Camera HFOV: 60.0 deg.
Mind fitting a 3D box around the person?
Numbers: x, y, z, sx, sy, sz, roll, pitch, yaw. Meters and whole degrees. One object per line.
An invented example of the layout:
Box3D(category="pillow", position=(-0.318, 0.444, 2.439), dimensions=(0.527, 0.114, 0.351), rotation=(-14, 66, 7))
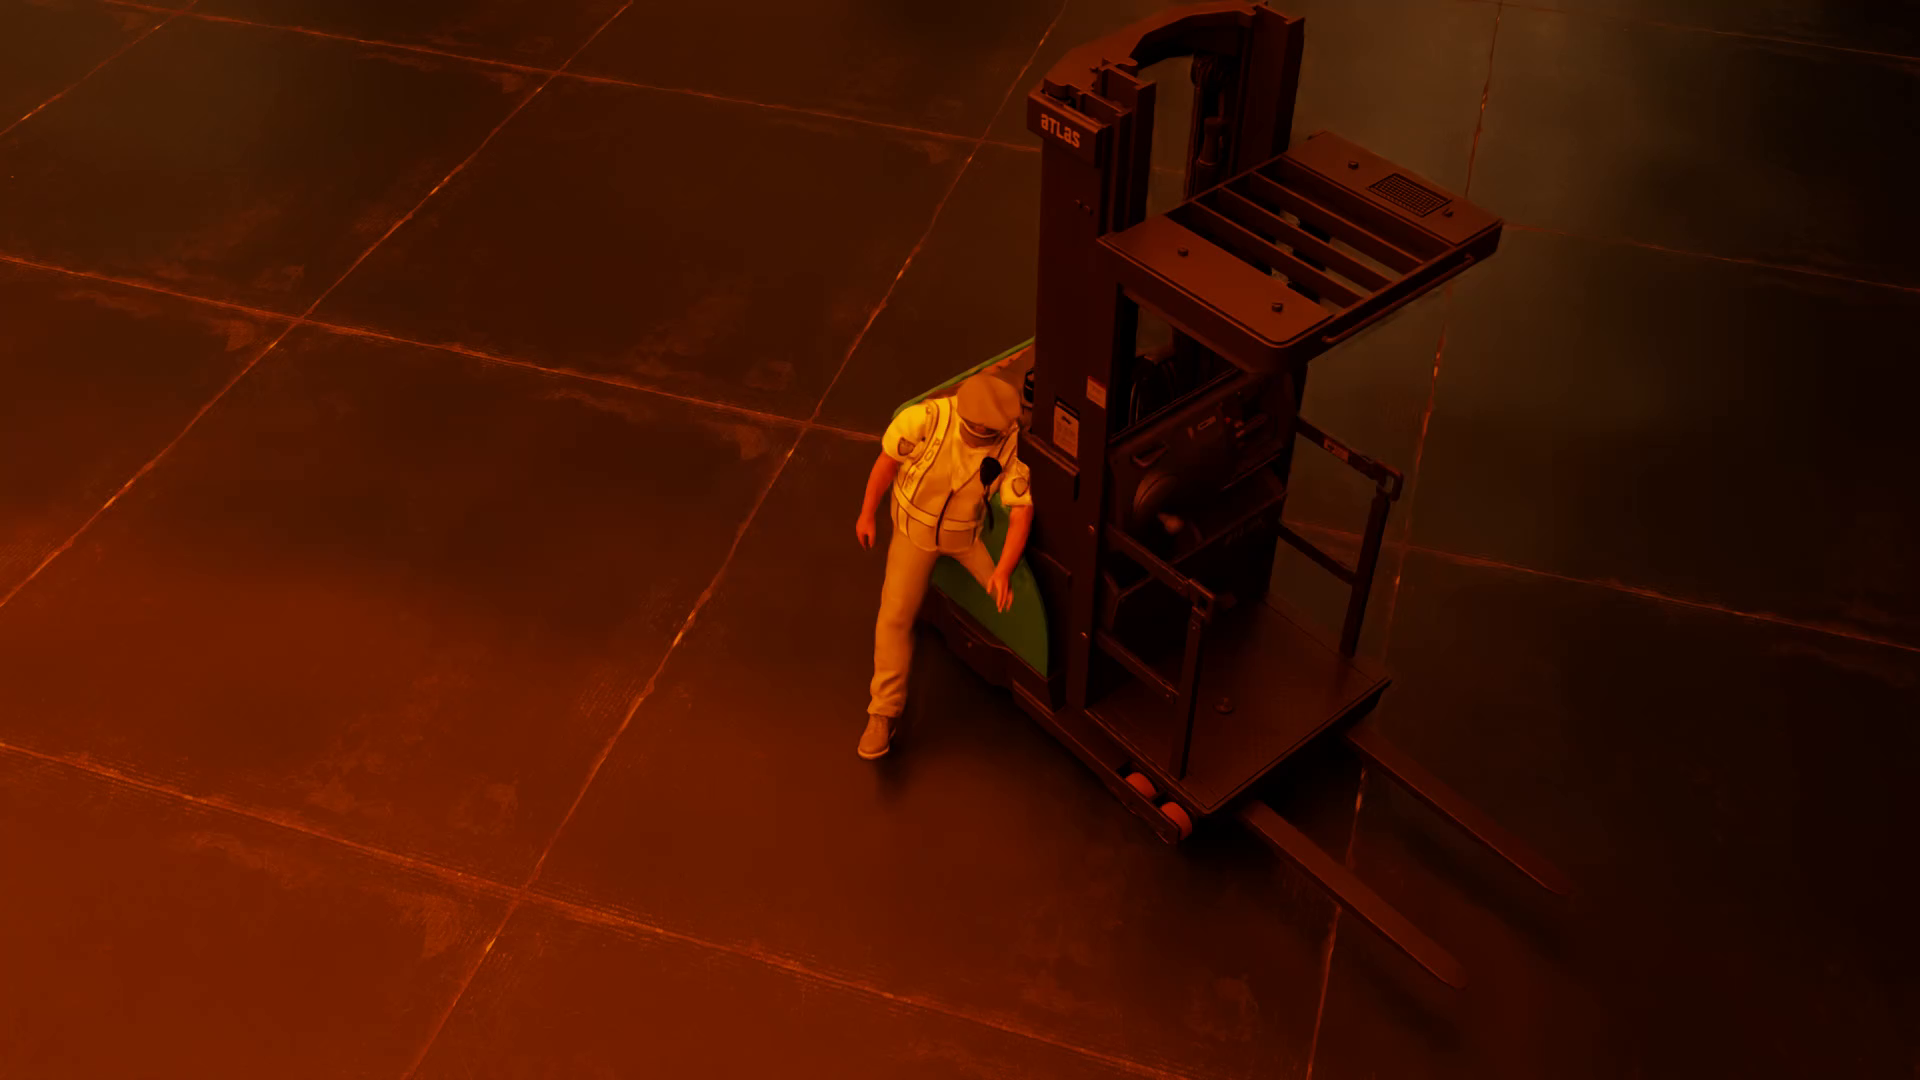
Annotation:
Box3D(category="person", position=(0.050, 0.085, 6.555), dimensions=(0.989, 1.530, 1.058), rotation=(4, 43, 5))

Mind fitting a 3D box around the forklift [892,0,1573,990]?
Box3D(category="forklift", position=(1.035, -0.268, 5.977), dimensions=(1.130, 2.935, 3.031), rotation=(-30, 51, -28))
